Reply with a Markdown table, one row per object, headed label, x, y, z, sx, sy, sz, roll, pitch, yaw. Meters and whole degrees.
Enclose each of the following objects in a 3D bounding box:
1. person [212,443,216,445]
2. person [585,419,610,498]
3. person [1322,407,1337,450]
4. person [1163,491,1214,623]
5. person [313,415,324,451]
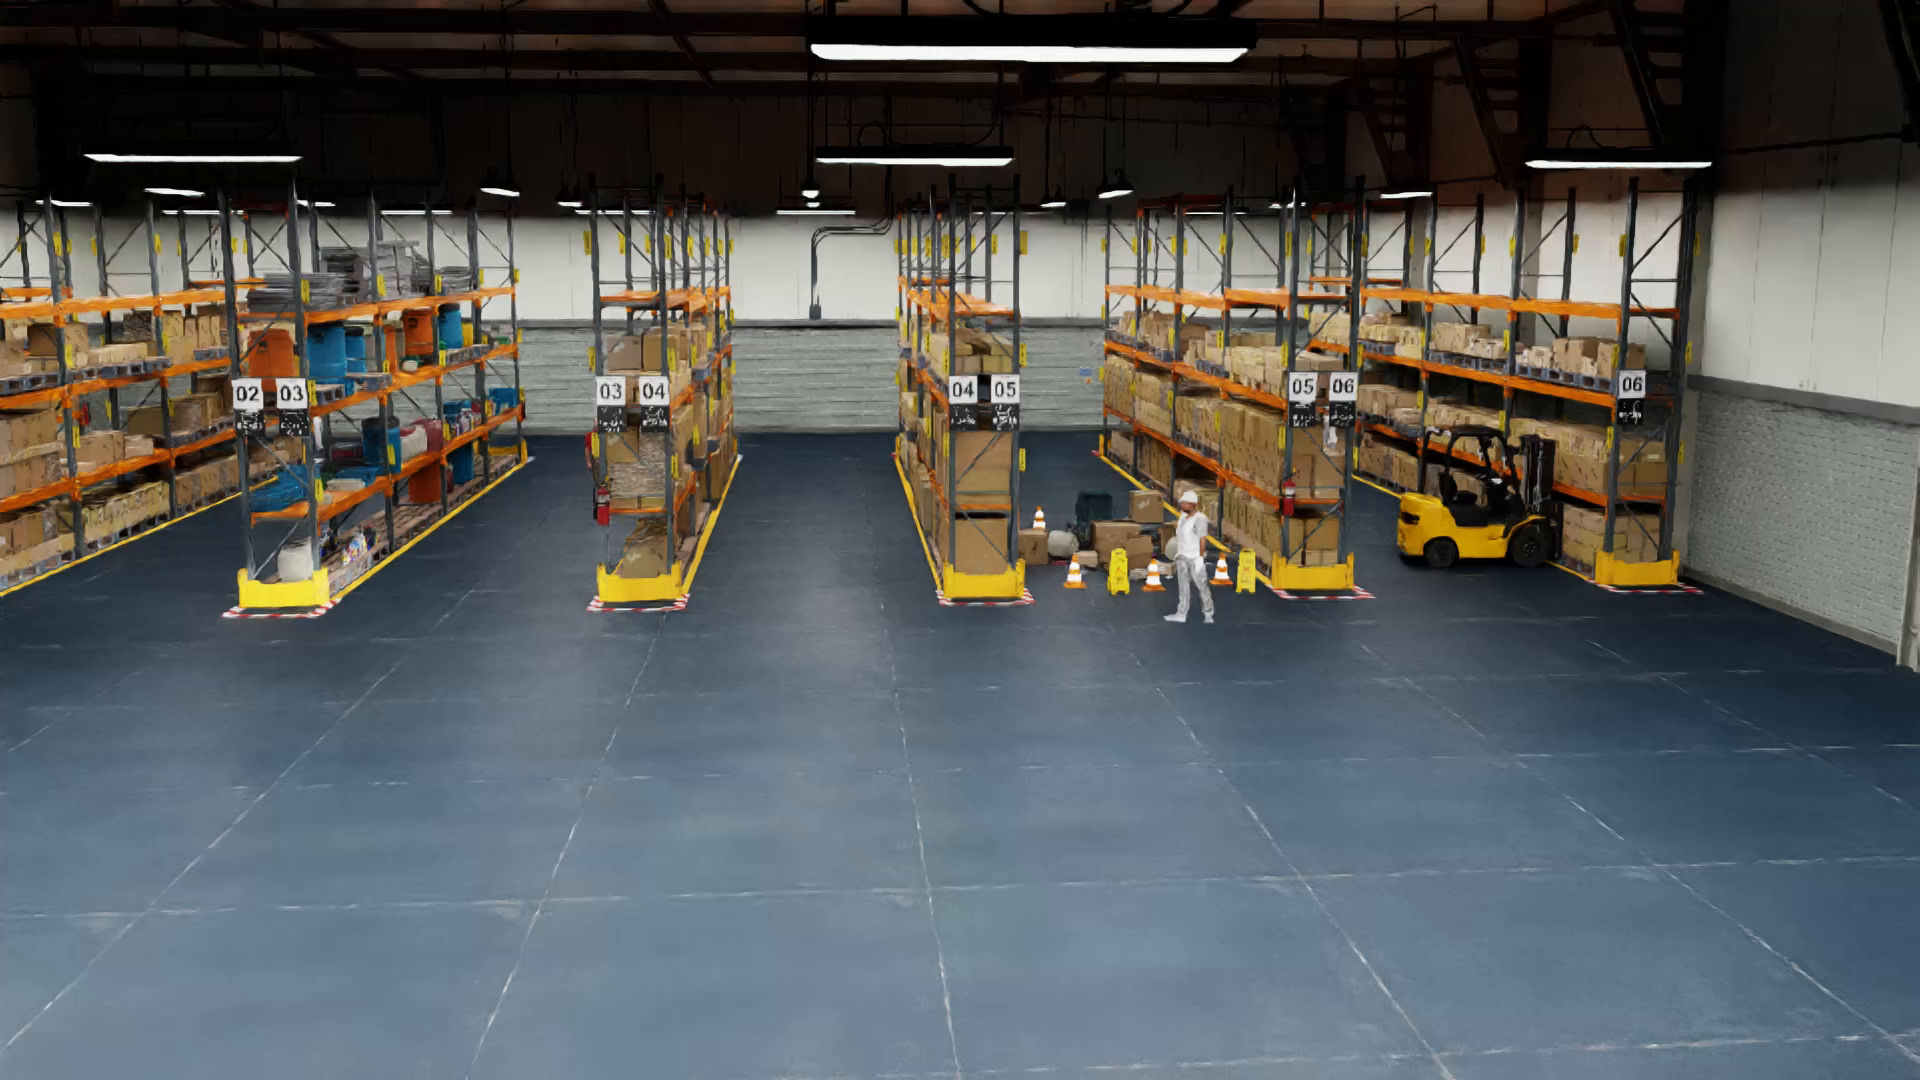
| label | x | y | z | sx | sy | sz | roll | pitch | yaw |
| --- | --- | --- | --- | --- | --- | --- | --- | --- | --- |
| person | -19.175 | -3.201 | 42.187 | 0.639 | 1.628 | 0.512 | -1 | 10 | -6 |
| person | -7.107 | -1.569 | 32.754 | 0.542 | 1.645 | 1.126 | 0 | 10 | -3 |
| person | 7.724 | -2.039 | 35.085 | 0.587 | 1.768 | 0.647 | 3 | 10 | 15 |
| person | 3.113 | 0.225 | 22.334 | 0.563 | 1.788 | 0.669 | -5 | 11 | -25 |
| person | -16.131 | -3.041 | 41.245 | 0.635 | 1.635 | 1.026 | -5 | 11 | -26 |
